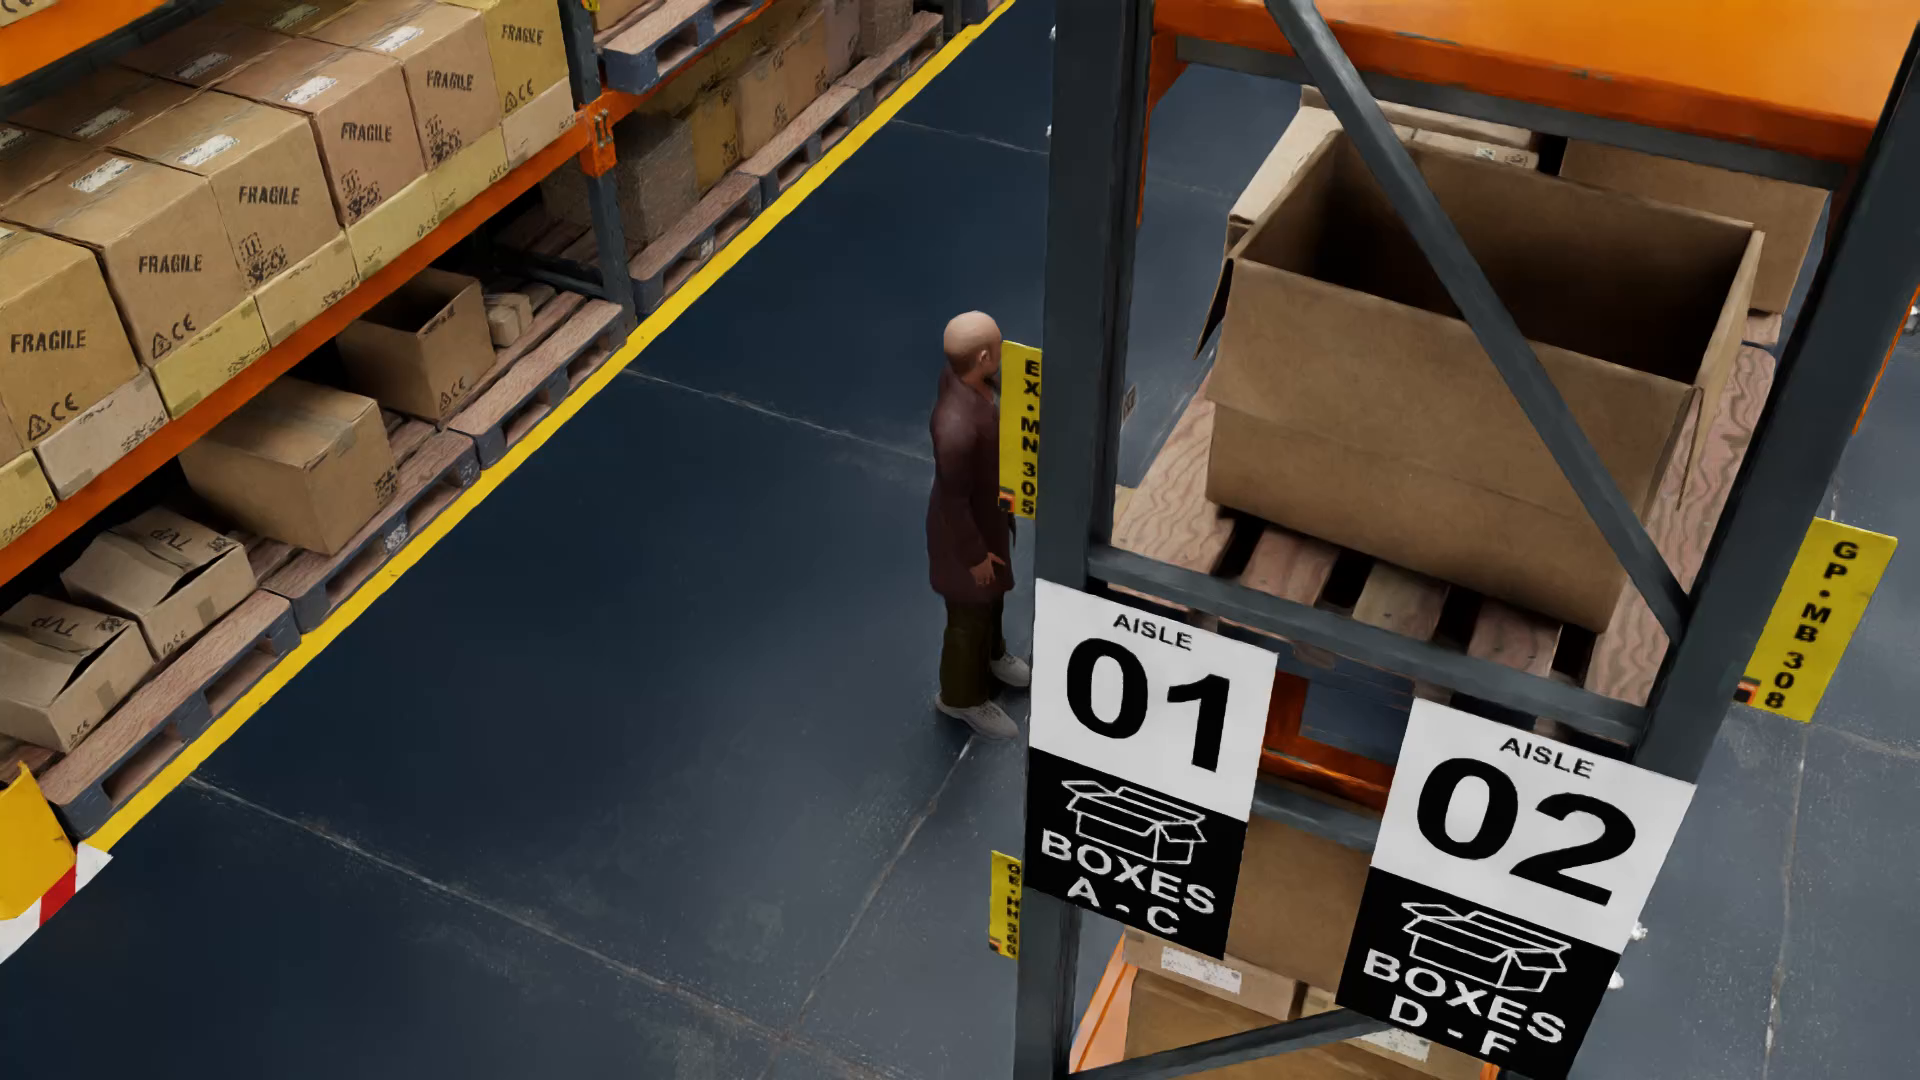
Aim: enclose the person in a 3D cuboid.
[{"bbox_3d":[0.095,-0.065,6.242,0.432,1.826,0.631,4,42,5],"label":"person"}]
